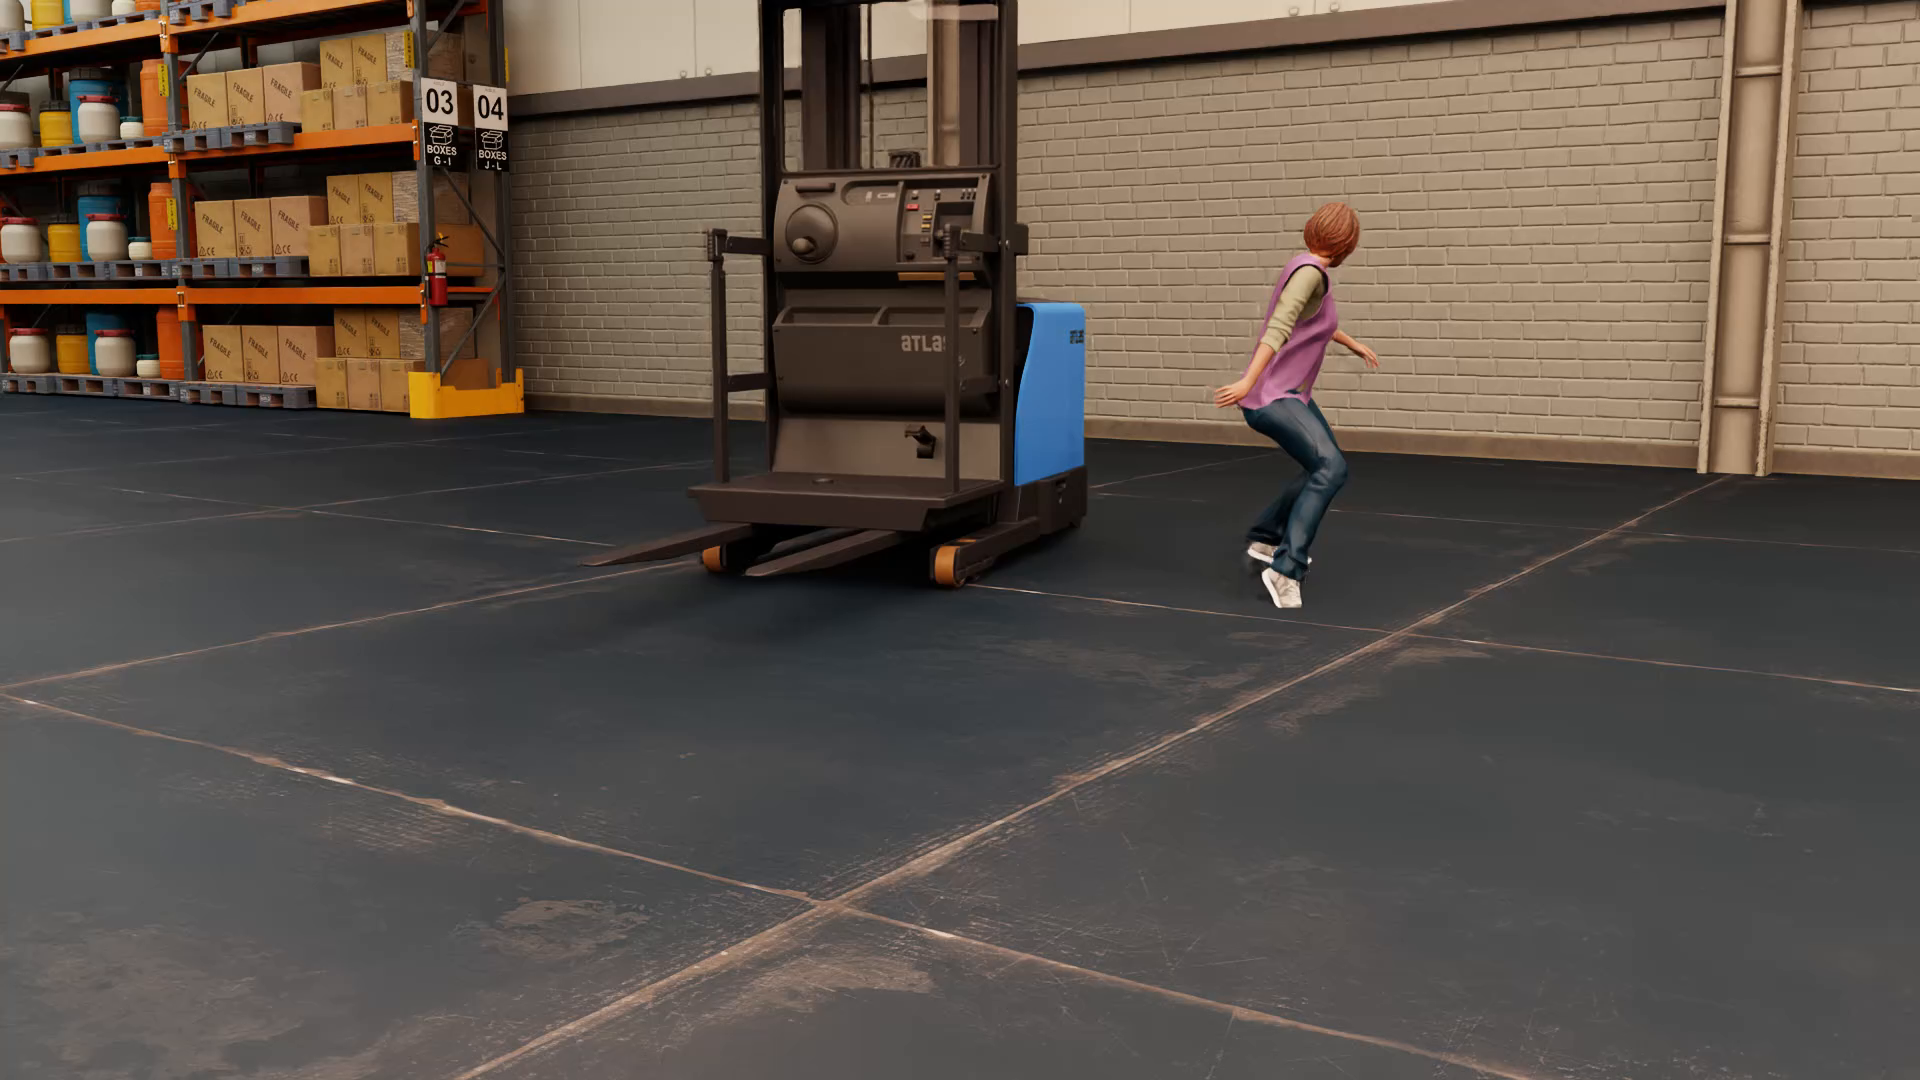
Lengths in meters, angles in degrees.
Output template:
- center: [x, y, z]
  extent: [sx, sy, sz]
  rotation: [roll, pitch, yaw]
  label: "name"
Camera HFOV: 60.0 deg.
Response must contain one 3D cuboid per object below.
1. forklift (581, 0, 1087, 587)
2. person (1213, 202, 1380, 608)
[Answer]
- center: [-0.398, -1.334, 6.577]
  extent: [1.130, 2.935, 3.031]
  rotation: [3, 9, 21]
  label: "forklift"
- center: [1.262, -0.481, 6.185]
  extent: [0.515, 1.527, 0.907]
  rotation: [3, 8, 18]
  label: "person"
